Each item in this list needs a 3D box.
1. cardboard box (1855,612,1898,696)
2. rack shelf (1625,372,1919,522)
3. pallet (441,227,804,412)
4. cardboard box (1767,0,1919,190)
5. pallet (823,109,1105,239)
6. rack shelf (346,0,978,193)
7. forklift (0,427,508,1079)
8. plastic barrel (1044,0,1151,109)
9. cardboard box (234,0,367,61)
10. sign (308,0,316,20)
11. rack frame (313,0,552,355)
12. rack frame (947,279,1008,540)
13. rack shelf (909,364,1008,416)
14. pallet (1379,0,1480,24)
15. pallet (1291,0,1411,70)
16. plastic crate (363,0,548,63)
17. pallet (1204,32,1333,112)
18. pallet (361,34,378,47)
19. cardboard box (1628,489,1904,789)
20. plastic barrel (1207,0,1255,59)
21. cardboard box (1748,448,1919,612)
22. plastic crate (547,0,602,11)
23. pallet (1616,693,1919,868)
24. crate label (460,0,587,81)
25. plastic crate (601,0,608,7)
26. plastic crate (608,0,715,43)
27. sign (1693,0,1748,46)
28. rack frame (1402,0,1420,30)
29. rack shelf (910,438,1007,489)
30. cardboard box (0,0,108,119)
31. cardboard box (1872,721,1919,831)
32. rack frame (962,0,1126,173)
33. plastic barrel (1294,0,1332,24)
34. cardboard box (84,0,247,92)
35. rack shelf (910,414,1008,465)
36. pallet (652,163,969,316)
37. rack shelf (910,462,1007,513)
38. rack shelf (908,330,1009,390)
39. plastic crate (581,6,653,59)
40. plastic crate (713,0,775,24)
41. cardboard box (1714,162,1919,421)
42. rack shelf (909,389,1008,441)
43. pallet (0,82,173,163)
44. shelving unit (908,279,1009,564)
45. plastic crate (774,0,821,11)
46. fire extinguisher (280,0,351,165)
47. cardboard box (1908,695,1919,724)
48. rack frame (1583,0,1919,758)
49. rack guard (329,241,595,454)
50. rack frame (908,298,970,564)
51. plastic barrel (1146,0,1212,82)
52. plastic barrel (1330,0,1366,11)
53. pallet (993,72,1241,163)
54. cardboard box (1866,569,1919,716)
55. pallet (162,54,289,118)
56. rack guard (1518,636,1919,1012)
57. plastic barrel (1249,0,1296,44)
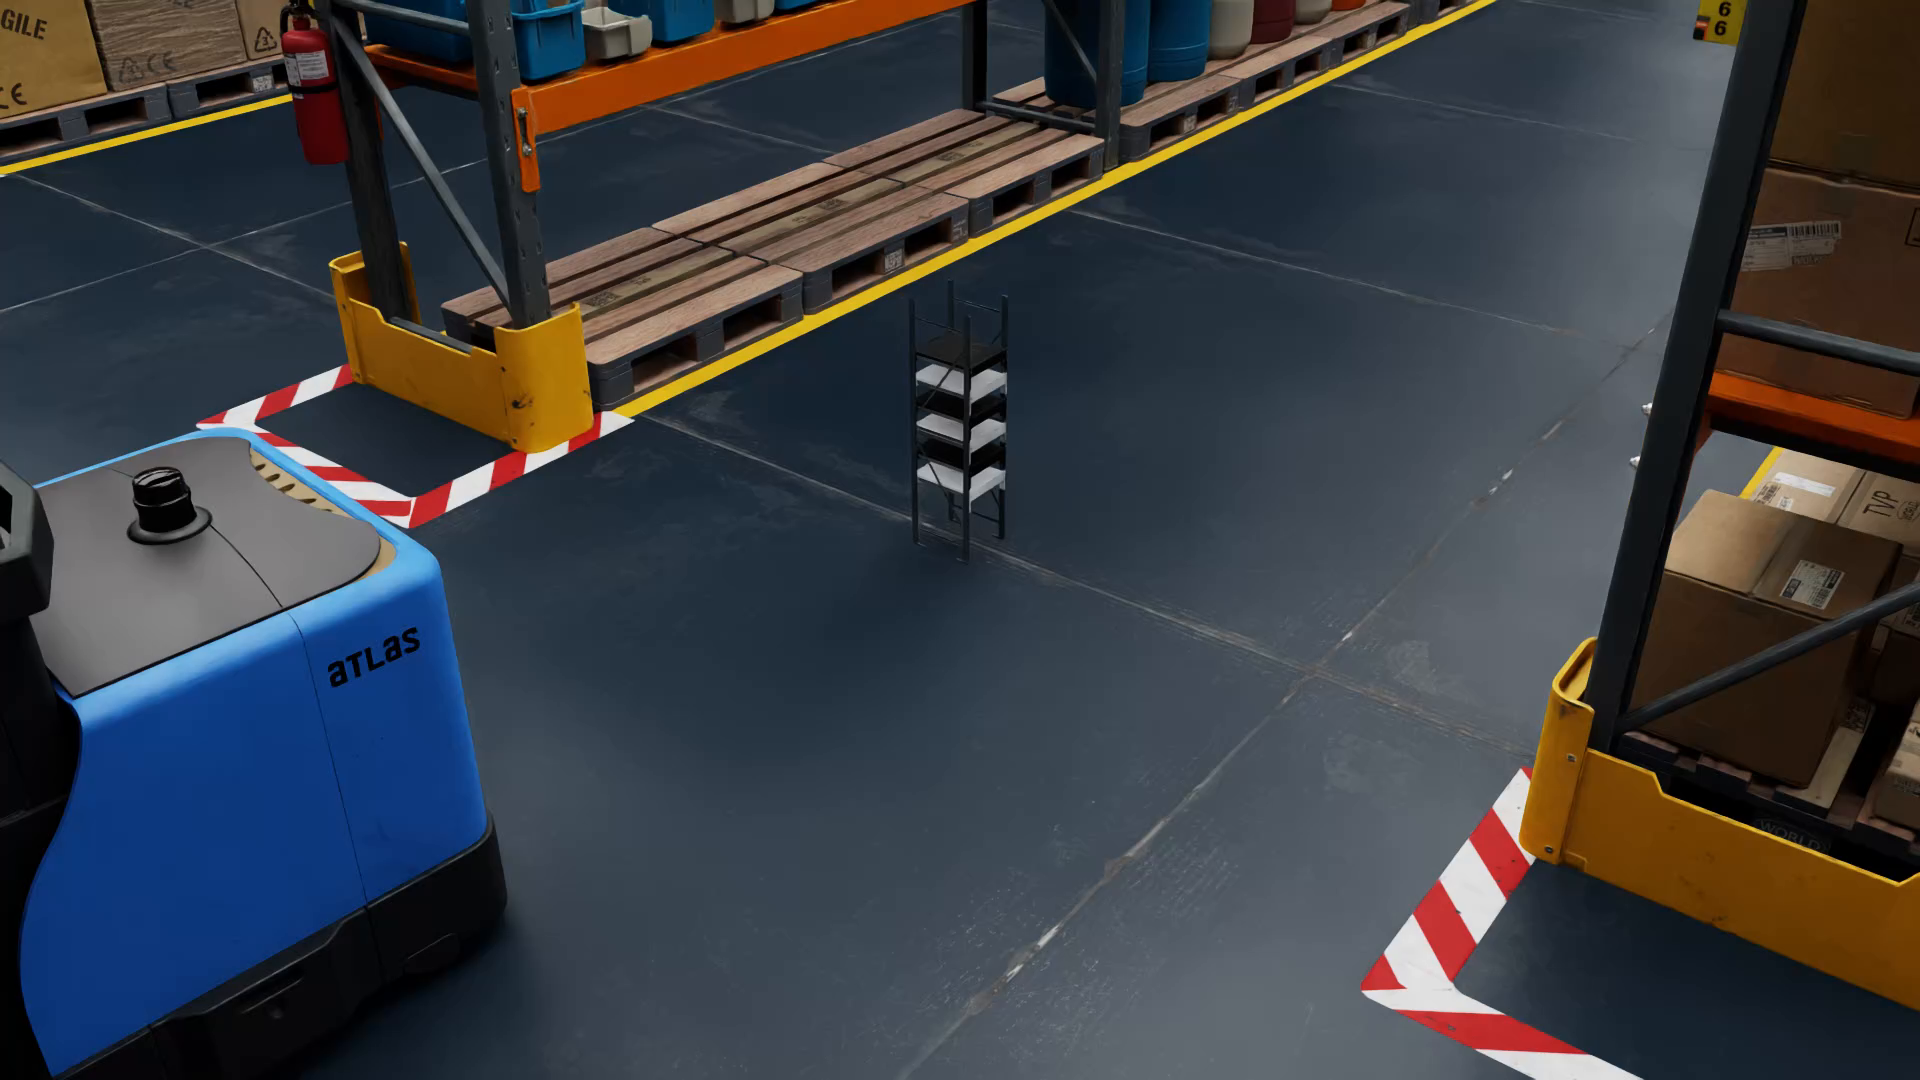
[{"bbox_3d":[2.425,0.254,4.727,0.380,0.166,0.250,21,37,31],"label":"cardboard box"},{"bbox_3d":[3.184,-0.845,4.940,1.077,0.370,4.000,21,37,31],"label":"rack shelf"},{"bbox_3d":[-1.441,-0.991,7.216,1.003,0.211,1.213,21,37,31],"label":"pallet"},{"bbox_3d":[2.026,-1.080,3.552,0.500,0.500,0.500,21,36,31],"label":"cardboard box"},{"bbox_3d":[0.032,-1.983,8.889,1.003,0.211,1.213,21,37,31],"label":"pallet"},{"bbox_3d":[-0.763,-2.371,7.514,1.077,0.370,4.000,21,37,31],"label":"rack shelf"},{"bbox_3d":[-2.499,0.070,2.758,1.130,2.935,3.031,26,39,37],"label":"forklift"},{"bbox_3d":[0.787,-2.987,9.495,0.600,0.901,0.708,21,37,31],"label":"plastic barrel"},{"bbox_3d":[-4.510,-3.675,10.681,0.875,0.875,0.875,21,37,31],"label":"cardboard box"},{"bbox_3d":[-2.418,-2.101,6.192,0.100,0.325,0.005,21,37,31],"label":"sign"},{"bbox_3d":[-1.970,-1.868,5.959,1.000,3.000,0.127,21,37,31],"label":"rack frame"},{"bbox_3d":[0.056,-0.425,5.585,0.240,0.900,0.006,21,37,31],"label":"rack frame"},{"bbox_3d":[-0.005,-0.510,5.440,0.258,0.077,0.200,21,37,31],"label":"rack shelf"},{"bbox_3d":[3.358,-4.223,12.668,1.003,0.211,1.213,21,37,31],"label":"pallet"},{"bbox_3d":[2.416,-3.587,11.595,1.003,0.211,1.213,21,37,31],"label":"pallet"},{"bbox_3d":[-1.917,-2.102,6.262,0.616,0.435,0.499,21,37,31],"label":"plastic crate"},{"bbox_3d":[1.680,-3.093,10.762,1.003,0.211,1.213,21,37,31],"label":"pallet"},{"bbox_3d":[-4.026,-3.533,11.505,1.003,0.211,1.213,21,37,31],"label":"pallet"},{"bbox_3d":[2.109,0.248,4.410,0.500,0.500,0.500,21,37,31],"label":"cardboard box"},{"bbox_3d":[1.626,-3.310,10.421,0.421,0.512,0.421,0,31,0],"label":"plastic barrel"},{"bbox_3d":[2.706,-0.022,5.110,0.500,0.250,0.500,21,37,31],"label":"cardboard box"},{"bbox_3d":[-1.622,-2.167,6.665,0.396,0.136,0.243,21,37,31],"label":"plastic crate"},{"bbox_3d":[2.503,0.503,4.695,1.003,0.211,1.213,21,37,31],"label":"pallet"},{"bbox_3d":[-1.558,-1.821,5.985,0.416,0.233,0.303,21,37,31],"label":"crate label"},{"bbox_3d":[-1.436,-2.281,6.856,0.396,0.136,0.243,21,37,31],"label":"plastic crate"},{"bbox_3d":[-1.161,-2.088,6.437,0.416,0.233,0.300,21,37,31],"label":"plastic crate"},{"bbox_3d":[1.546,-1.155,3.311,0.100,0.325,0.005,21,37,31],"label":"sign"},{"bbox_3d":[2.859,-5.119,11.446,1.000,3.000,0.127,21,37,31],"label":"rack frame"},{"bbox_3d":[-0.005,-0.278,5.578,0.258,0.077,0.200,21,37,31],"label":"rack shelf"},{"bbox_3d":[-5.596,-2.943,9.446,0.875,0.875,0.875,21,37,31],"label":"cardboard box"},{"bbox_3d":[2.504,0.631,4.108,0.380,0.149,0.250,21,37,31],"label":"cardboard box"},{"bbox_3d":[0.445,-3.494,8.703,1.000,3.000,0.127,21,37,31],"label":"rack frame"},{"bbox_3d":[2.308,-3.769,11.195,0.421,0.512,0.421,0,31,0],"label":"plastic barrel"},{"bbox_3d":[-5.047,-3.313,10.071,0.875,0.875,0.875,21,37,31],"label":"cardboard box"},{"bbox_3d":[-0.005,-0.355,5.532,0.258,0.077,0.200,21,37,31],"label":"rack shelf"},{"bbox_3d":[-0.704,-1.485,8.049,1.003,0.211,1.213,21,37,31],"label":"pallet"},{"bbox_3d":[-0.005,-0.200,5.624,0.258,0.077,0.200,21,37,31],"label":"rack shelf"},{"bbox_3d":[-0.005,-0.587,5.394,0.258,0.077,0.200,21,37,31],"label":"rack shelf"},{"bbox_3d":[-1.299,-1.884,6.187,0.250,0.136,0.298,21,37,31],"label":"plastic crate"},{"bbox_3d":[-0.889,-2.160,6.652,0.250,0.136,0.298,21,37,31],"label":"plastic crate"},{"bbox_3d":[2.030,-0.651,3.808,0.500,0.500,0.500,22,37,33],"label":"cardboard box"},{"bbox_3d":[-0.005,-0.433,5.486,0.258,0.077,0.200,21,37,31],"label":"rack shelf"},{"bbox_3d":[-5.498,-2.541,9.831,1.003,0.211,1.213,21,37,31],"label":"pallet"},{"bbox_3d":[-0.005,-0.384,5.515,0.258,0.900,0.210,21,37,31],"label":"shelving unit"},{"bbox_3d":[-0.764,-2.356,6.888,0.416,0.233,0.300,21,37,31],"label":"plastic crate"},{"bbox_3d":[-2.423,-1.753,6.207,0.296,0.674,0.183,21,37,31],"label":"fire extinguisher"},{"bbox_3d":[2.655,0.522,4.275,0.380,0.166,0.250,21,37,31],"label":"cardboard box"},{"bbox_3d":[1.977,-0.342,3.384,1.000,3.000,0.127,21,37,31],"label":"rack frame"},{"bbox_3d":[-1.974,-0.779,6.573,1.175,0.500,0.348,21,37,31],"label":"rack guard"},{"bbox_3d":[-0.066,-0.342,5.445,0.240,0.900,0.006,21,37,31],"label":"rack frame"},{"bbox_3d":[1.214,-3.275,9.981,0.600,0.901,0.708,21,37,31],"label":"plastic barrel"},{"bbox_3d":[2.577,-4.162,11.548,0.600,0.830,0.708,21,37,31],"label":"plastic barrel"},{"bbox_3d":[0.944,-2.595,9.921,1.003,0.211,1.213,21,37,31],"label":"pallet"},{"bbox_3d":[2.833,0.315,4.542,0.500,0.250,0.500,21,37,31],"label":"cardboard box"},{"bbox_3d":[-4.762,-3.035,10.664,1.003,0.211,1.213,21,37,31],"label":"pallet"},{"bbox_3d":[2.023,0.703,4.074,1.175,0.500,0.348,21,37,31],"label":"rack guard"},{"bbox_3d":[1.896,-3.600,10.835,0.600,0.588,0.708,21,37,31],"label":"plastic barrel"}]
